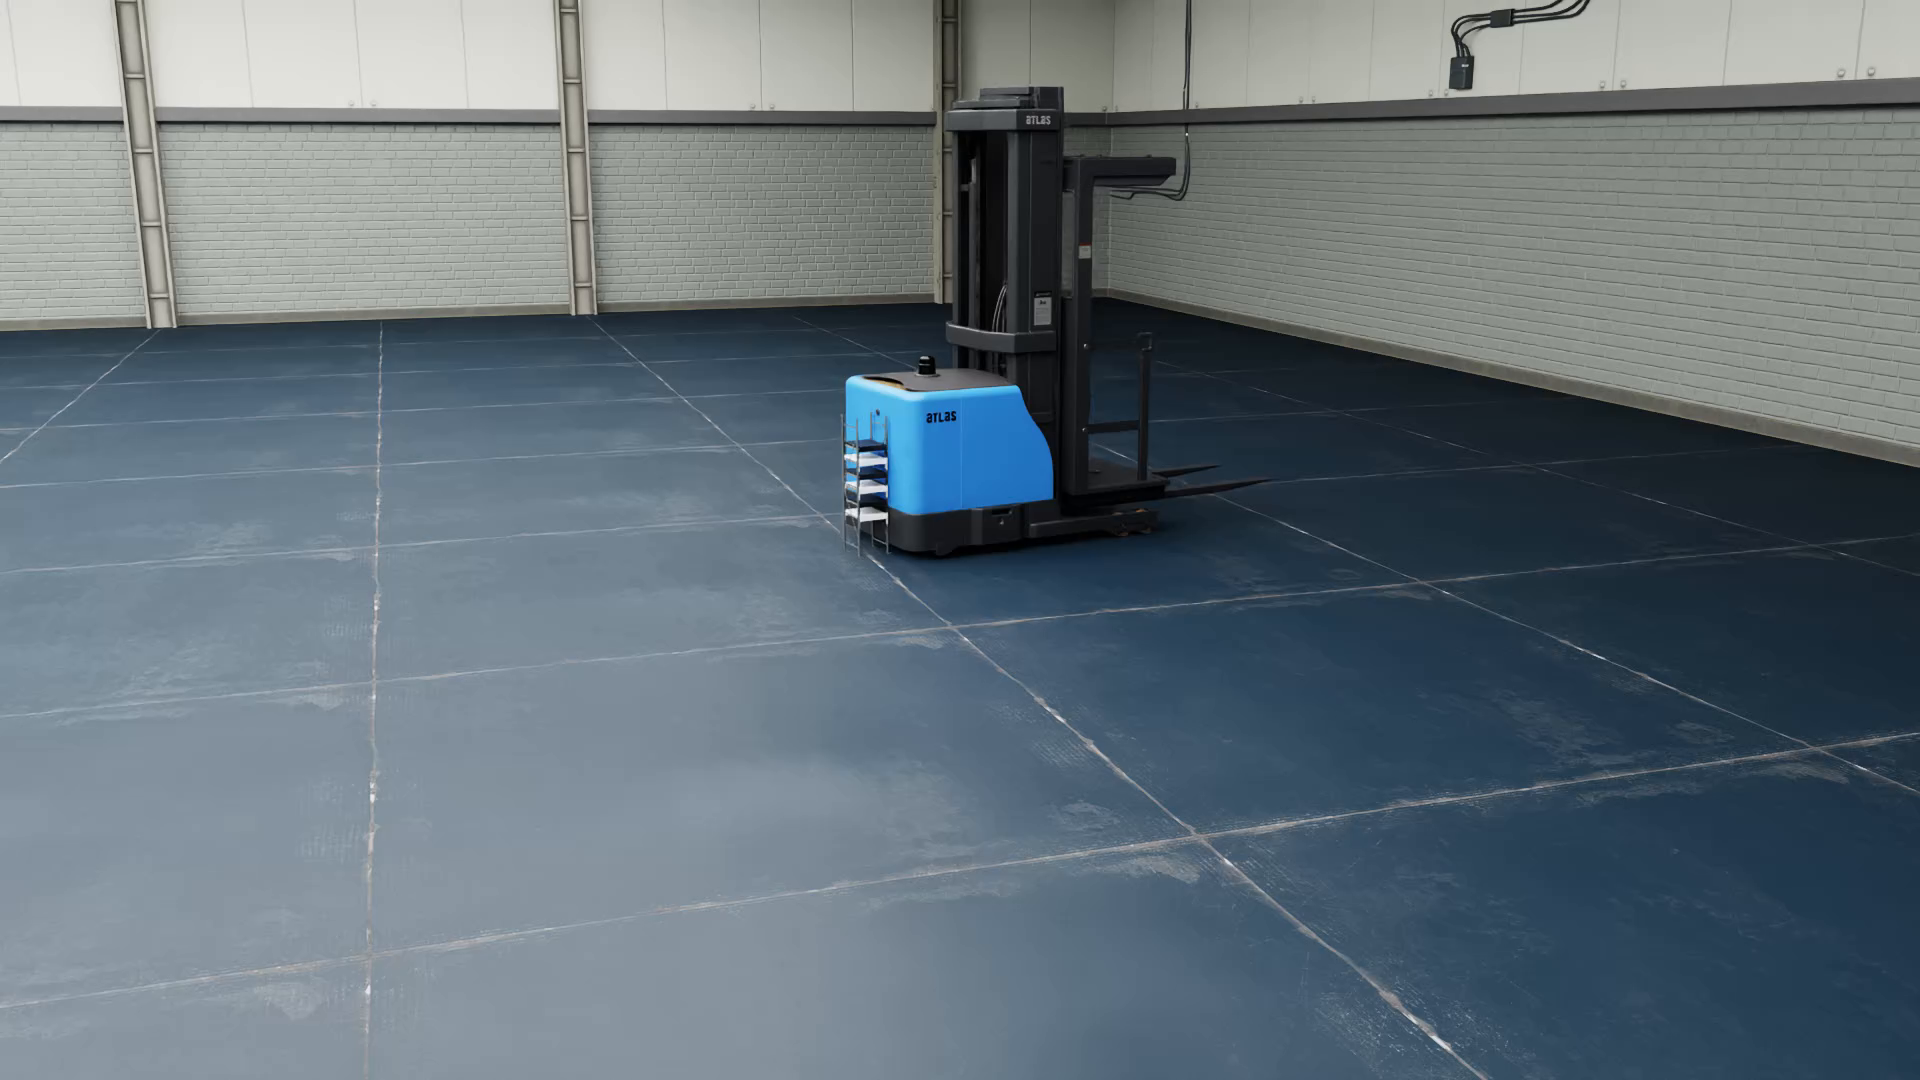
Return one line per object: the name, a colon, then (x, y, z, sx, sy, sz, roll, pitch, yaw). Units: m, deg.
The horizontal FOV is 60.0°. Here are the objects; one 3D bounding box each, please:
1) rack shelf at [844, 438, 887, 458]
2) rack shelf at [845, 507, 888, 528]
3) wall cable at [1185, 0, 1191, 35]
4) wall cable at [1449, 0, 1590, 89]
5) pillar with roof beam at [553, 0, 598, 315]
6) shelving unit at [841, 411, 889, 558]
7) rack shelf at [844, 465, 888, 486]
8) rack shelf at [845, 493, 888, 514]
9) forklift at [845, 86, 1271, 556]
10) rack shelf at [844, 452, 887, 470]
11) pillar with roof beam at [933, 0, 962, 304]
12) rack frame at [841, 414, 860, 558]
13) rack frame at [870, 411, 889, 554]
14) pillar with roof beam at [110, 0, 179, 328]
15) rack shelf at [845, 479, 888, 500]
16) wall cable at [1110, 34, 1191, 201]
rack shelf: (-0.612, -0.588, 10.648, 0.200, 0.077, 0.258, -7, 15, -28)
rack shelf: (-0.612, -0.150, 10.752, 0.200, 0.077, 0.258, -7, 15, -28)
wall cable: (3.874, -8.641, 23.821, 0.112, 2.526, 3.097, -4, 14, -18)
wall cable: (6.024, -7.859, 17.389, 0.169, 6.003, 2.305, -4, 14, -18)
pillar with roof beam: (-4.517, -6.974, 21.015, 0.400, 9.000, 9.100, -4, 14, -18)
shelving unit: (-0.612, -0.358, 10.702, 0.210, 0.900, 0.258, -7, 15, -28)
rack shelf: (-0.612, -0.413, 10.689, 0.200, 0.077, 0.258, -7, 15, -28)
rack shelf: (-0.612, -0.238, 10.731, 0.200, 0.077, 0.258, -7, 15, -28)
forklift: (0.763, -1.547, 11.312, 3.031, 2.935, 1.130, -7, 15, -28)
rack shelf: (-0.612, -0.501, 10.669, 0.200, 0.077, 0.258, -7, 15, -28)
pillar with roof beam: (1.170, -7.417, 22.876, 0.400, 9.000, 9.100, -4, 14, -18)
rack frame: (-0.701, -0.346, 10.655, 0.006, 0.900, 0.240, -7, 15, -28)
rack frame: (-0.522, -0.369, 10.750, 0.006, 0.900, 0.240, -7, 15, -28)
pillar with roof beam: (-10.203, -6.531, 19.153, 0.400, 9.000, 9.100, -4, 14, -18)
rack shelf: (-0.612, -0.325, 10.710, 0.200, 0.077, 0.258, -7, 15, -28)
wall cable: (3.011, -6.777, 26.900, 0.112, 2.526, 3.097, -4, 14, -18)
